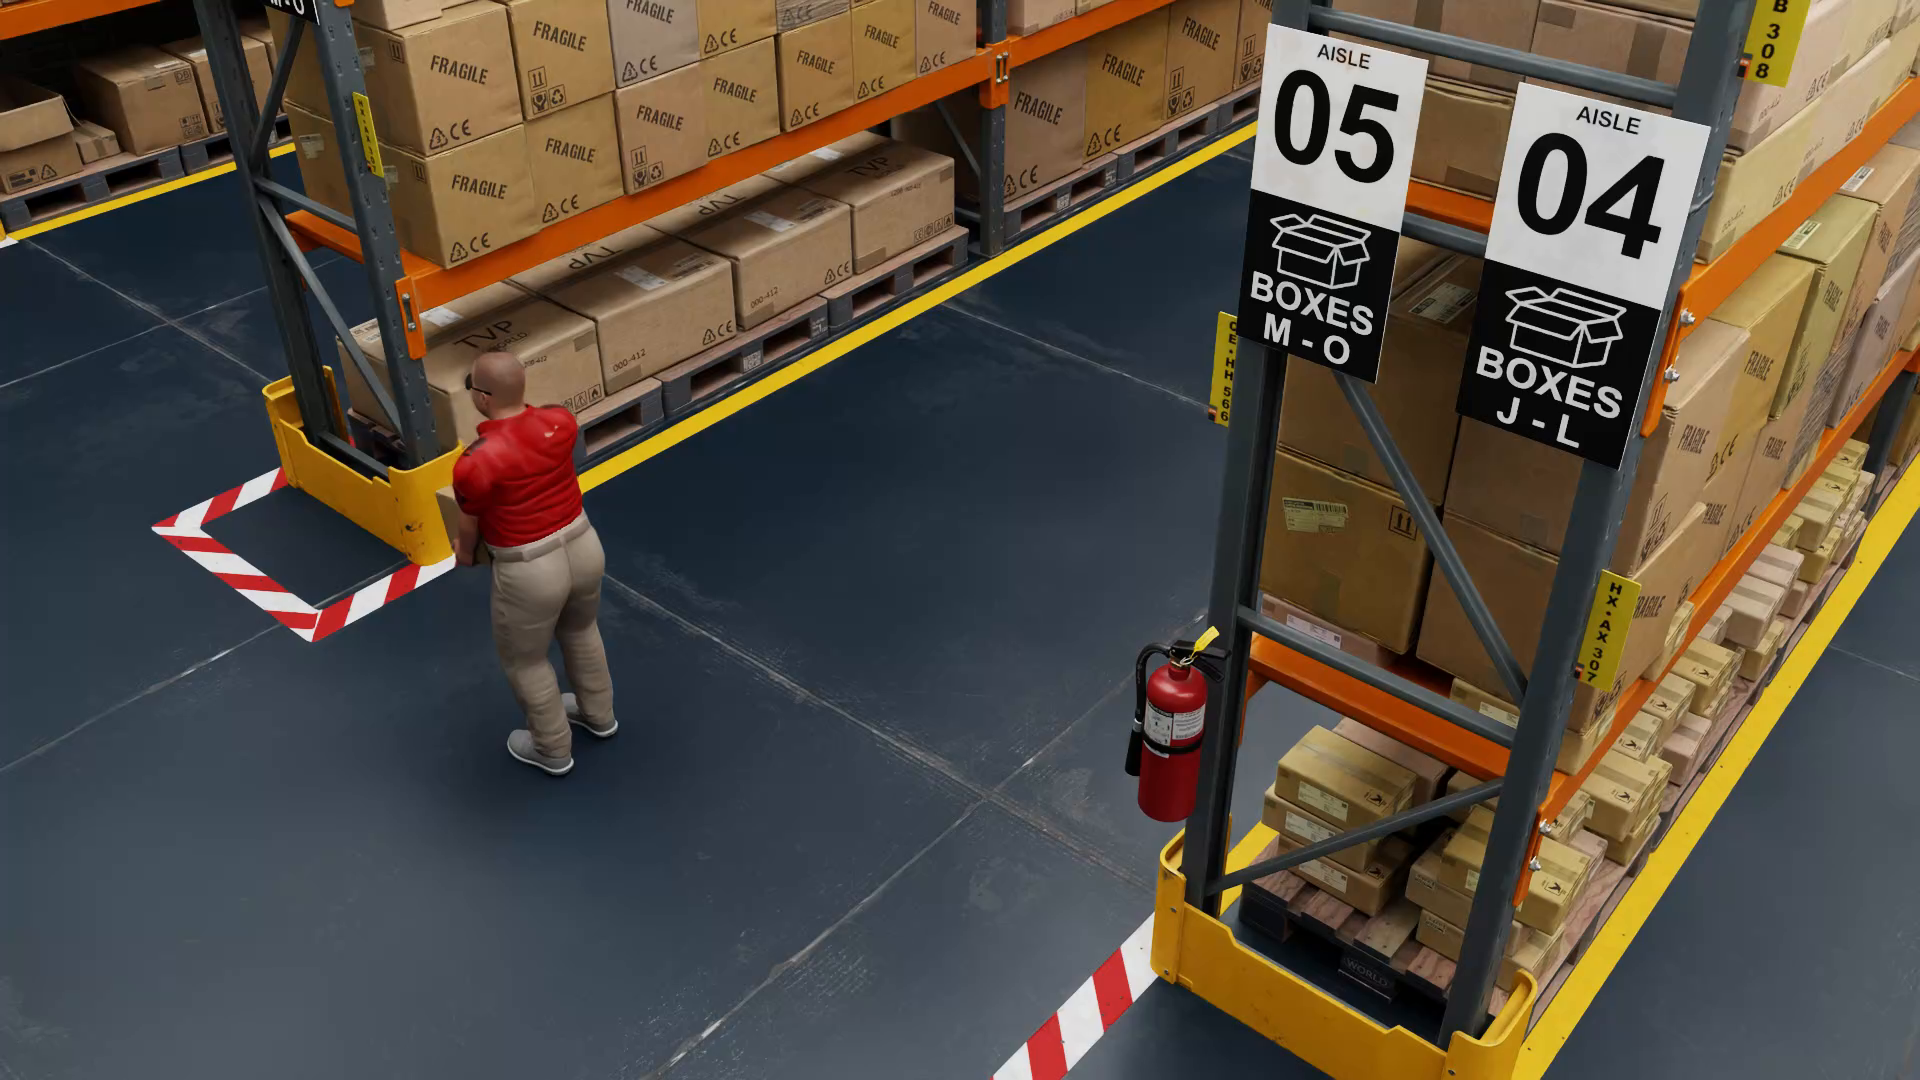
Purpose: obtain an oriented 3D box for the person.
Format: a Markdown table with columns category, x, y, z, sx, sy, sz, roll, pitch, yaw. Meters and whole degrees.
| category | x | y | z | sx | sy | sz | roll | pitch | yaw |
| --- | --- | --- | --- | --- | --- | --- | --- | --- | --- |
| person | -1.590 | 0.069 | 6.071 | 0.550 | 1.725 | 0.490 | 25 | 42 | 31 |
